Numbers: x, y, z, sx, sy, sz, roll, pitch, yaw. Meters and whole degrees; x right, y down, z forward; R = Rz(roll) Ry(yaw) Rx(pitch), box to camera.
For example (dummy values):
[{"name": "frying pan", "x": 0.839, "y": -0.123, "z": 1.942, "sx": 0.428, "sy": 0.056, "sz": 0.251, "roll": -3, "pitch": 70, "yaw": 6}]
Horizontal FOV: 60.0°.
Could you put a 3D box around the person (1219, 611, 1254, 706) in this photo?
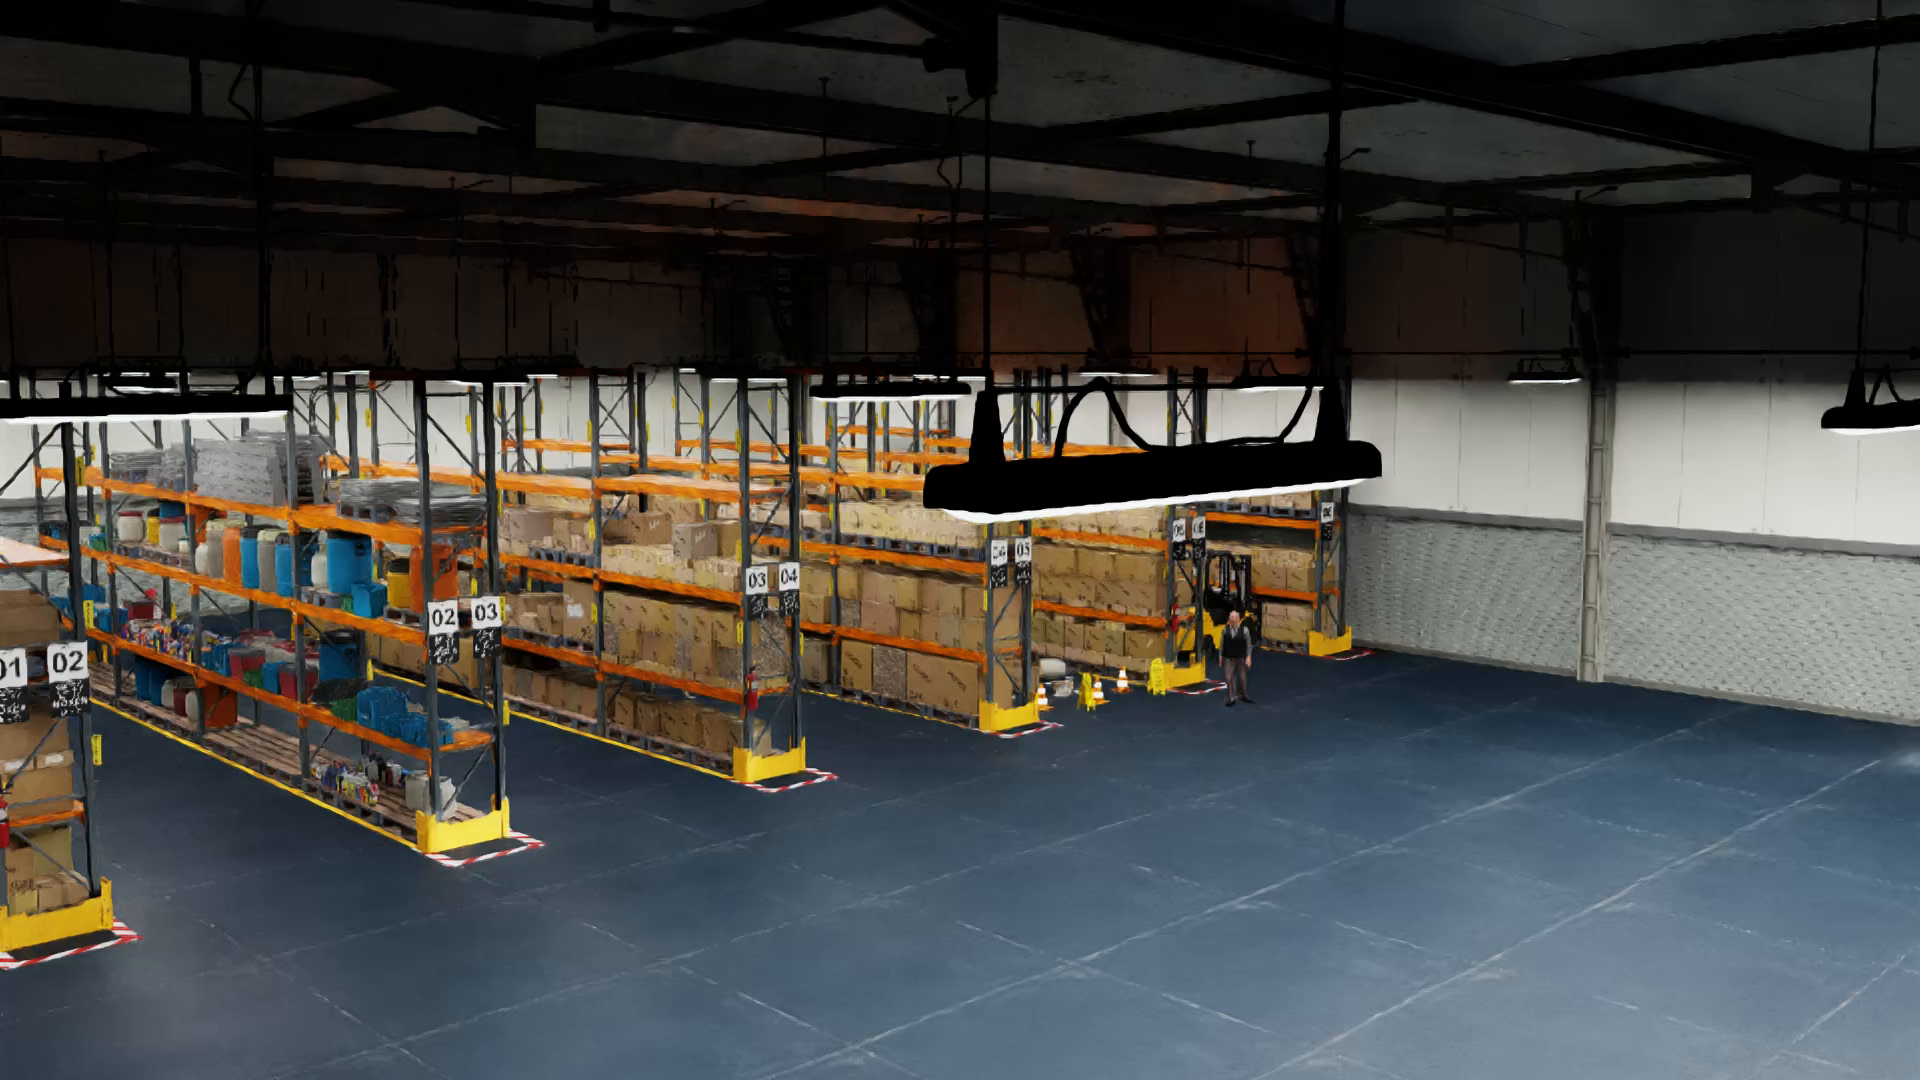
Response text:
[{"name": "person", "x": 4.977, "y": 2.115, "z": 29.930, "sx": 0.627, "sy": 1.713, "sz": 0.536, "roll": 2, "pitch": 7, "yaw": 18}]

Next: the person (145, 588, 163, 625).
[{"name": "person", "x": -15.771, "y": 1.795, "z": 32.506, "sx": 1.028, "sy": 1.727, "sz": 0.528, "roll": 5, "pitch": 8, "yaw": 38}]

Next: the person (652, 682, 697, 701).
[{"name": "person", "x": -5.249, "y": 2.120, "z": 30.131, "sx": 1.057, "sy": 1.595, "sz": 0.511, "roll": 5, "pitch": 8, "yaw": 36}]
